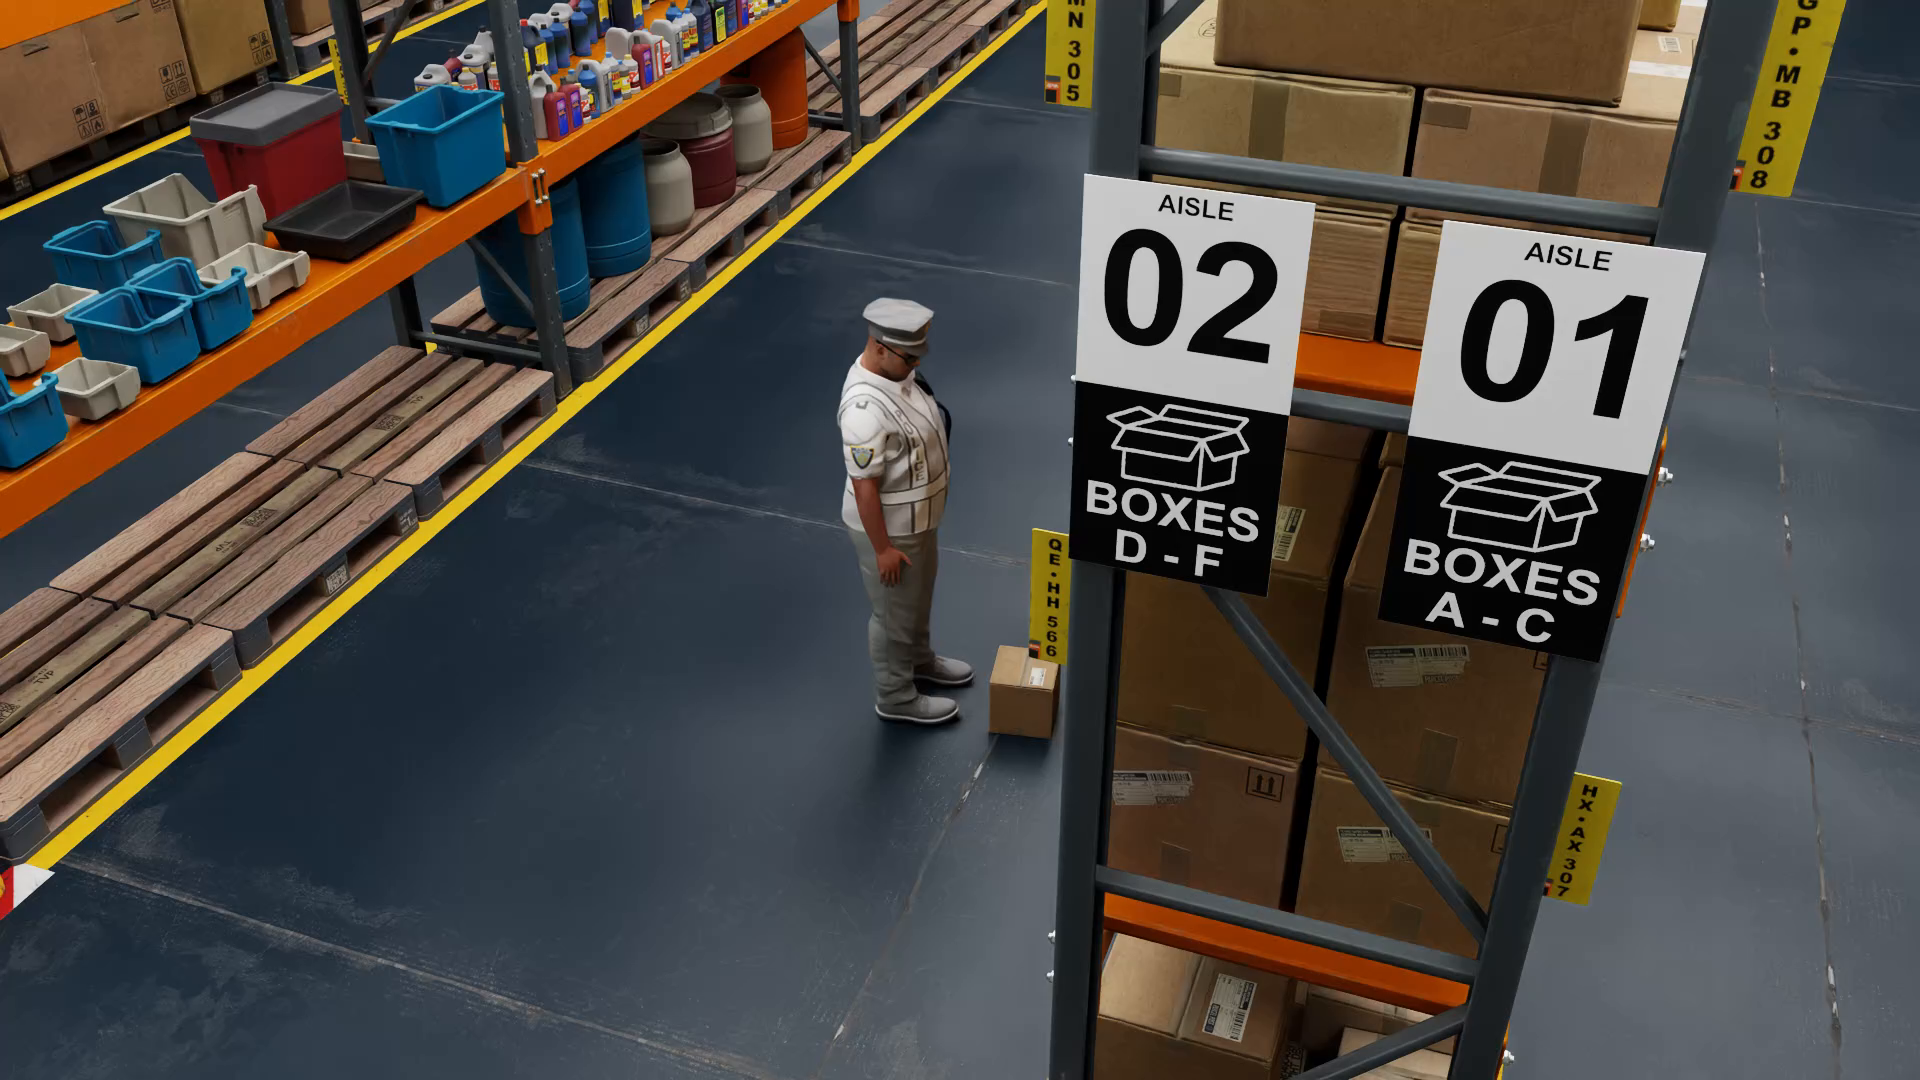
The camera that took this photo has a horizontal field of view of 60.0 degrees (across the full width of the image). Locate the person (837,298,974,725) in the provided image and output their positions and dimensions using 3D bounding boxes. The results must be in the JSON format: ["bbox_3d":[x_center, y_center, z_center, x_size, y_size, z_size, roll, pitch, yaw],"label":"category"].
[{"bbox_3d":[-0.203,-0.080,6.238,0.457,1.751,0.546,6,34,9],"label":"person"}]
